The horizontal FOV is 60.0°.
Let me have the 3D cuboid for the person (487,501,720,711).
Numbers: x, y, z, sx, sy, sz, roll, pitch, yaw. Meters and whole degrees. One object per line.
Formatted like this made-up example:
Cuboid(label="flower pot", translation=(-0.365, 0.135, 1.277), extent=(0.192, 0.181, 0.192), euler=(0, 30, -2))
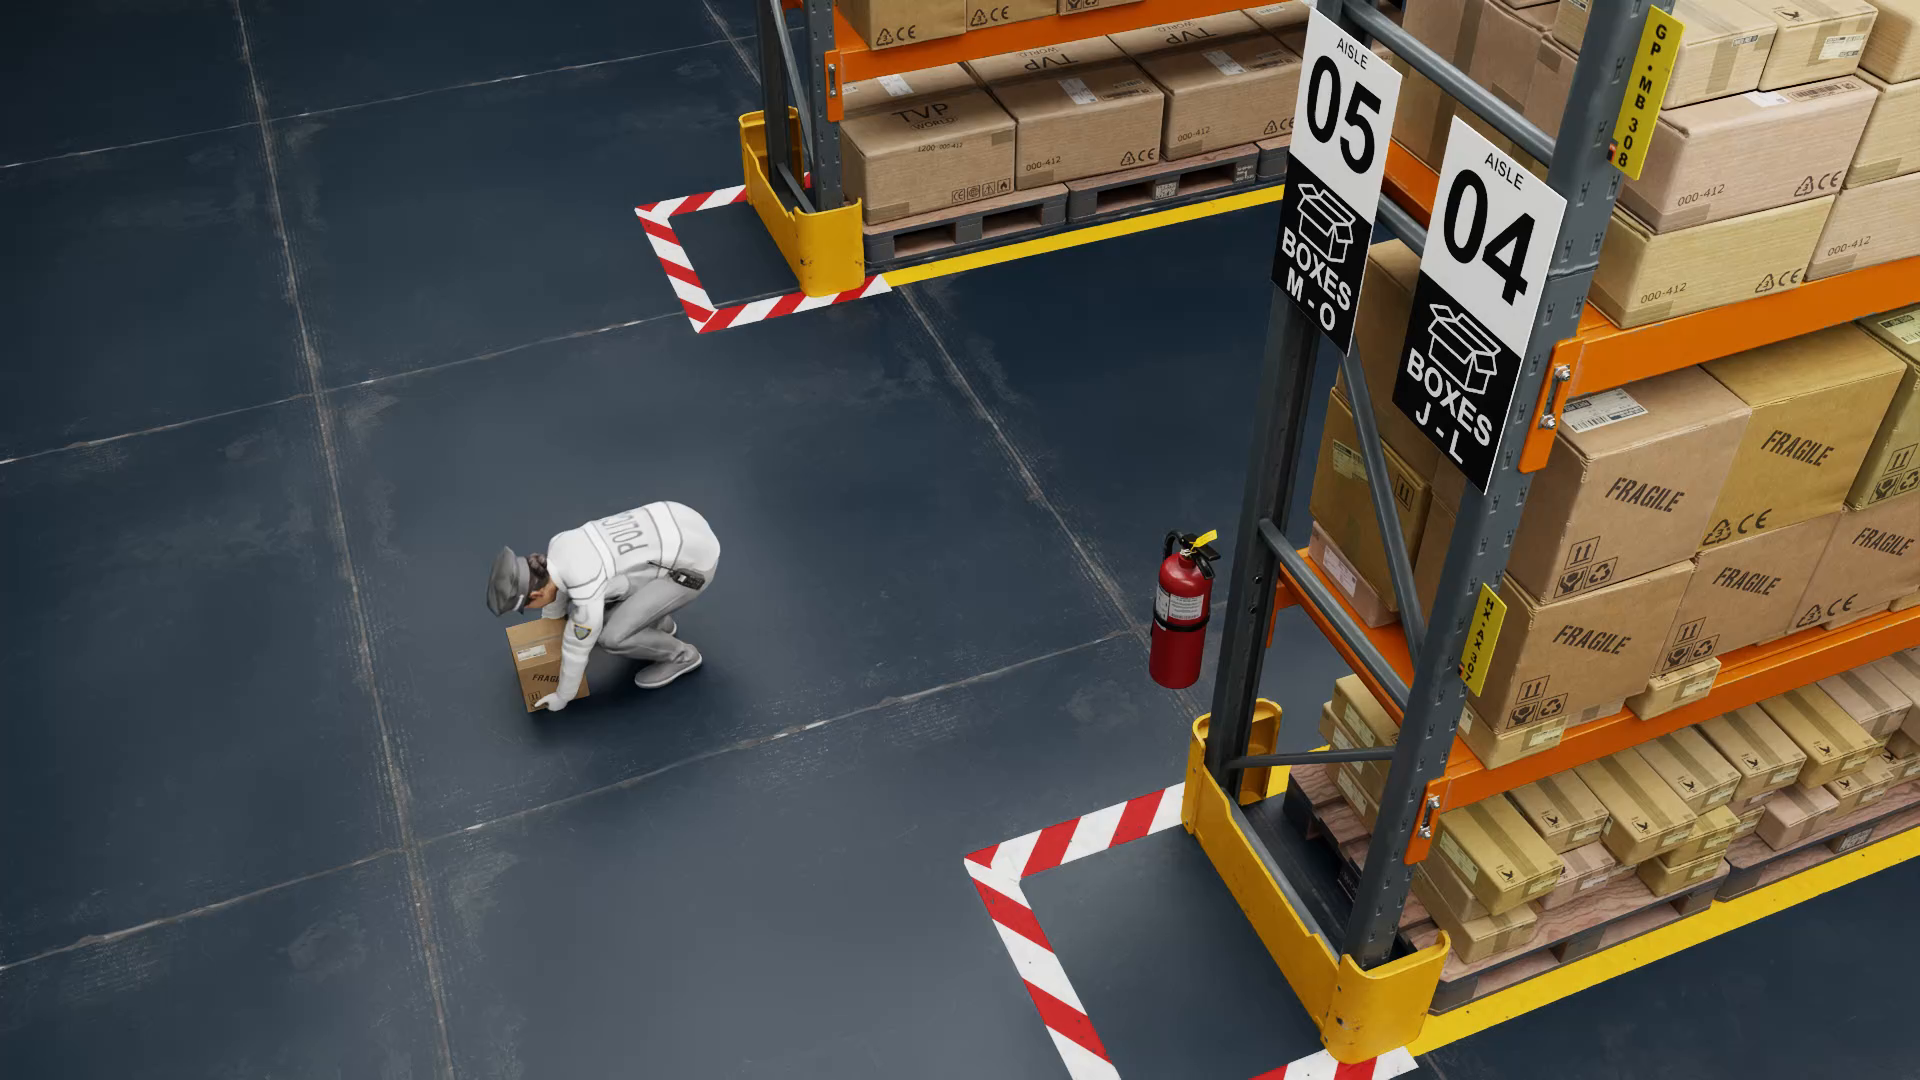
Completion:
Cuboid(label="person", translation=(-1.387, 0.243, 6.581), extent=(0.914, 0.770, 0.448), euler=(-17, 45, -18))
